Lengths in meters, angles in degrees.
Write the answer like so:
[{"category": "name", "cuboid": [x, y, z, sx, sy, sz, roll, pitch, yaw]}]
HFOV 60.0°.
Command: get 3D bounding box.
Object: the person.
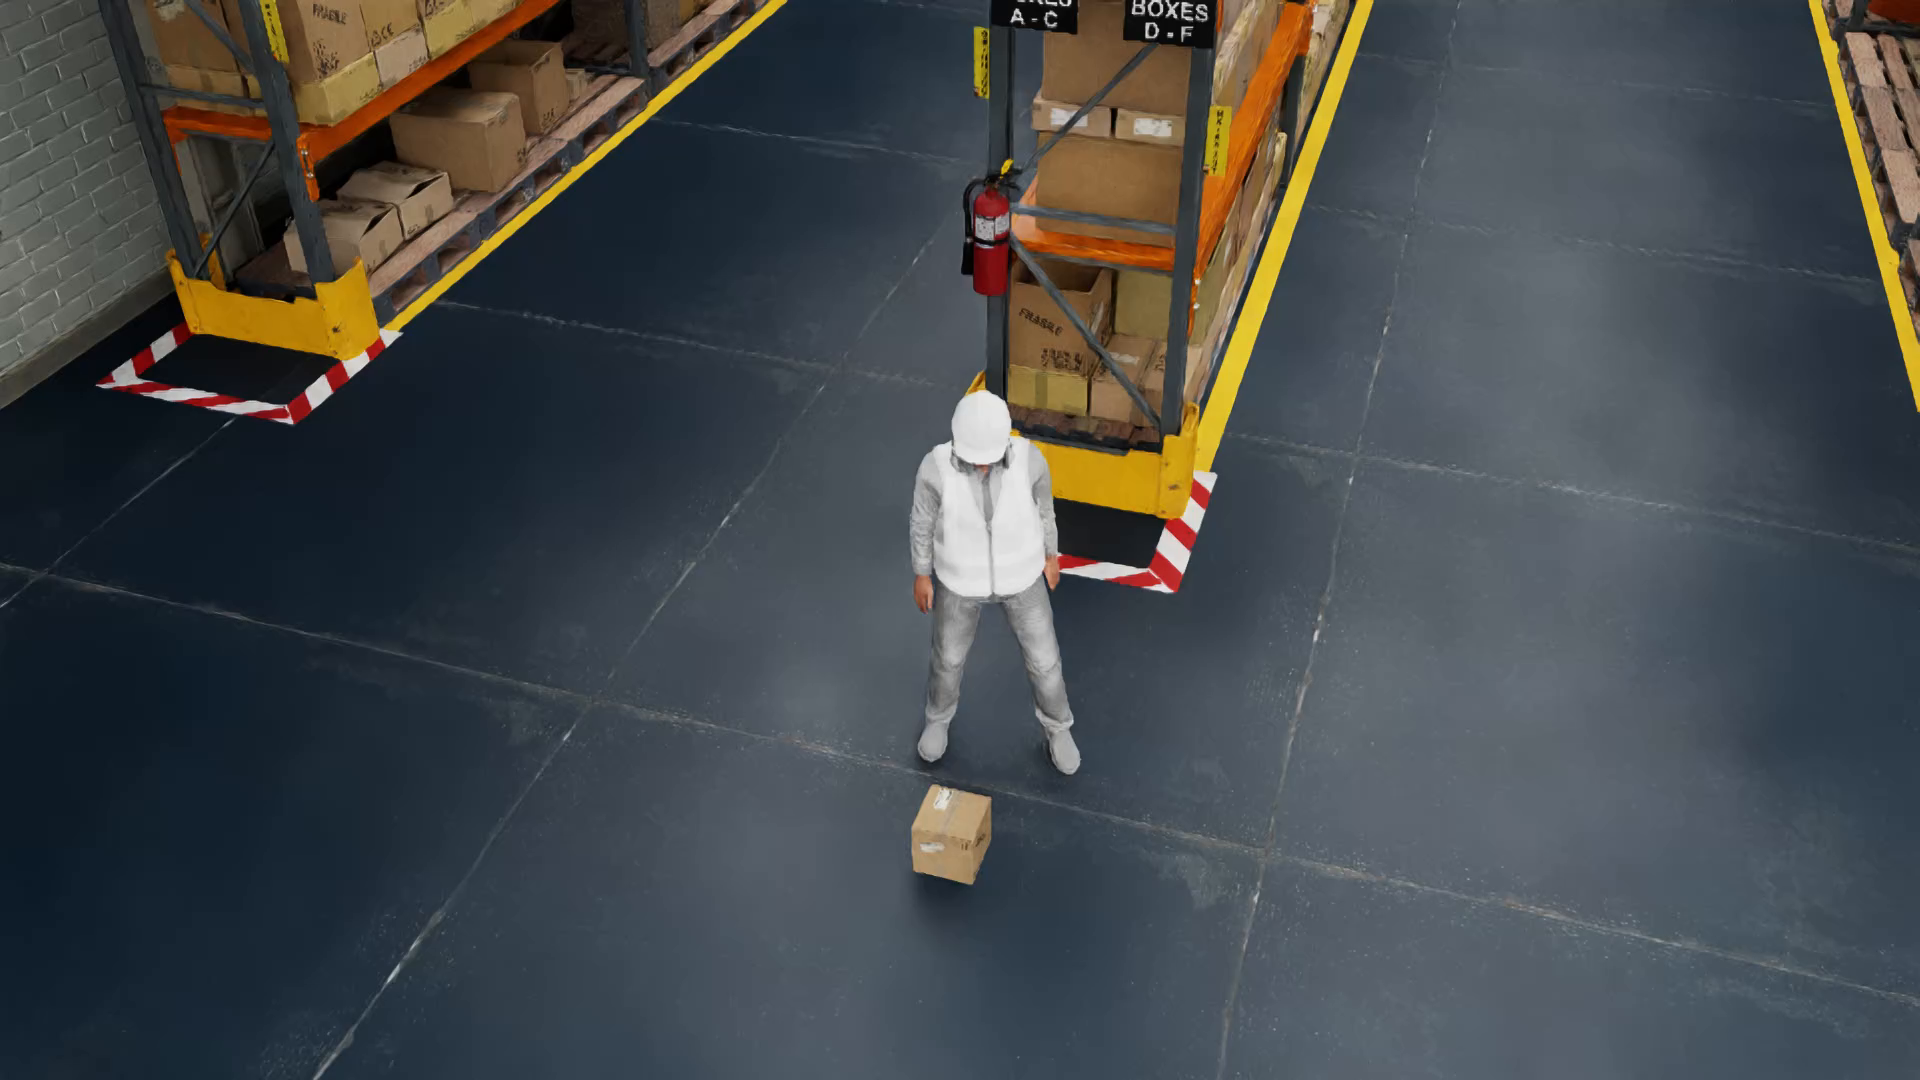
[{"category": "person", "cuboid": [0.153, 0.168, 6.616, 0.689, 1.763, 0.474, -3, 37, -4]}]
